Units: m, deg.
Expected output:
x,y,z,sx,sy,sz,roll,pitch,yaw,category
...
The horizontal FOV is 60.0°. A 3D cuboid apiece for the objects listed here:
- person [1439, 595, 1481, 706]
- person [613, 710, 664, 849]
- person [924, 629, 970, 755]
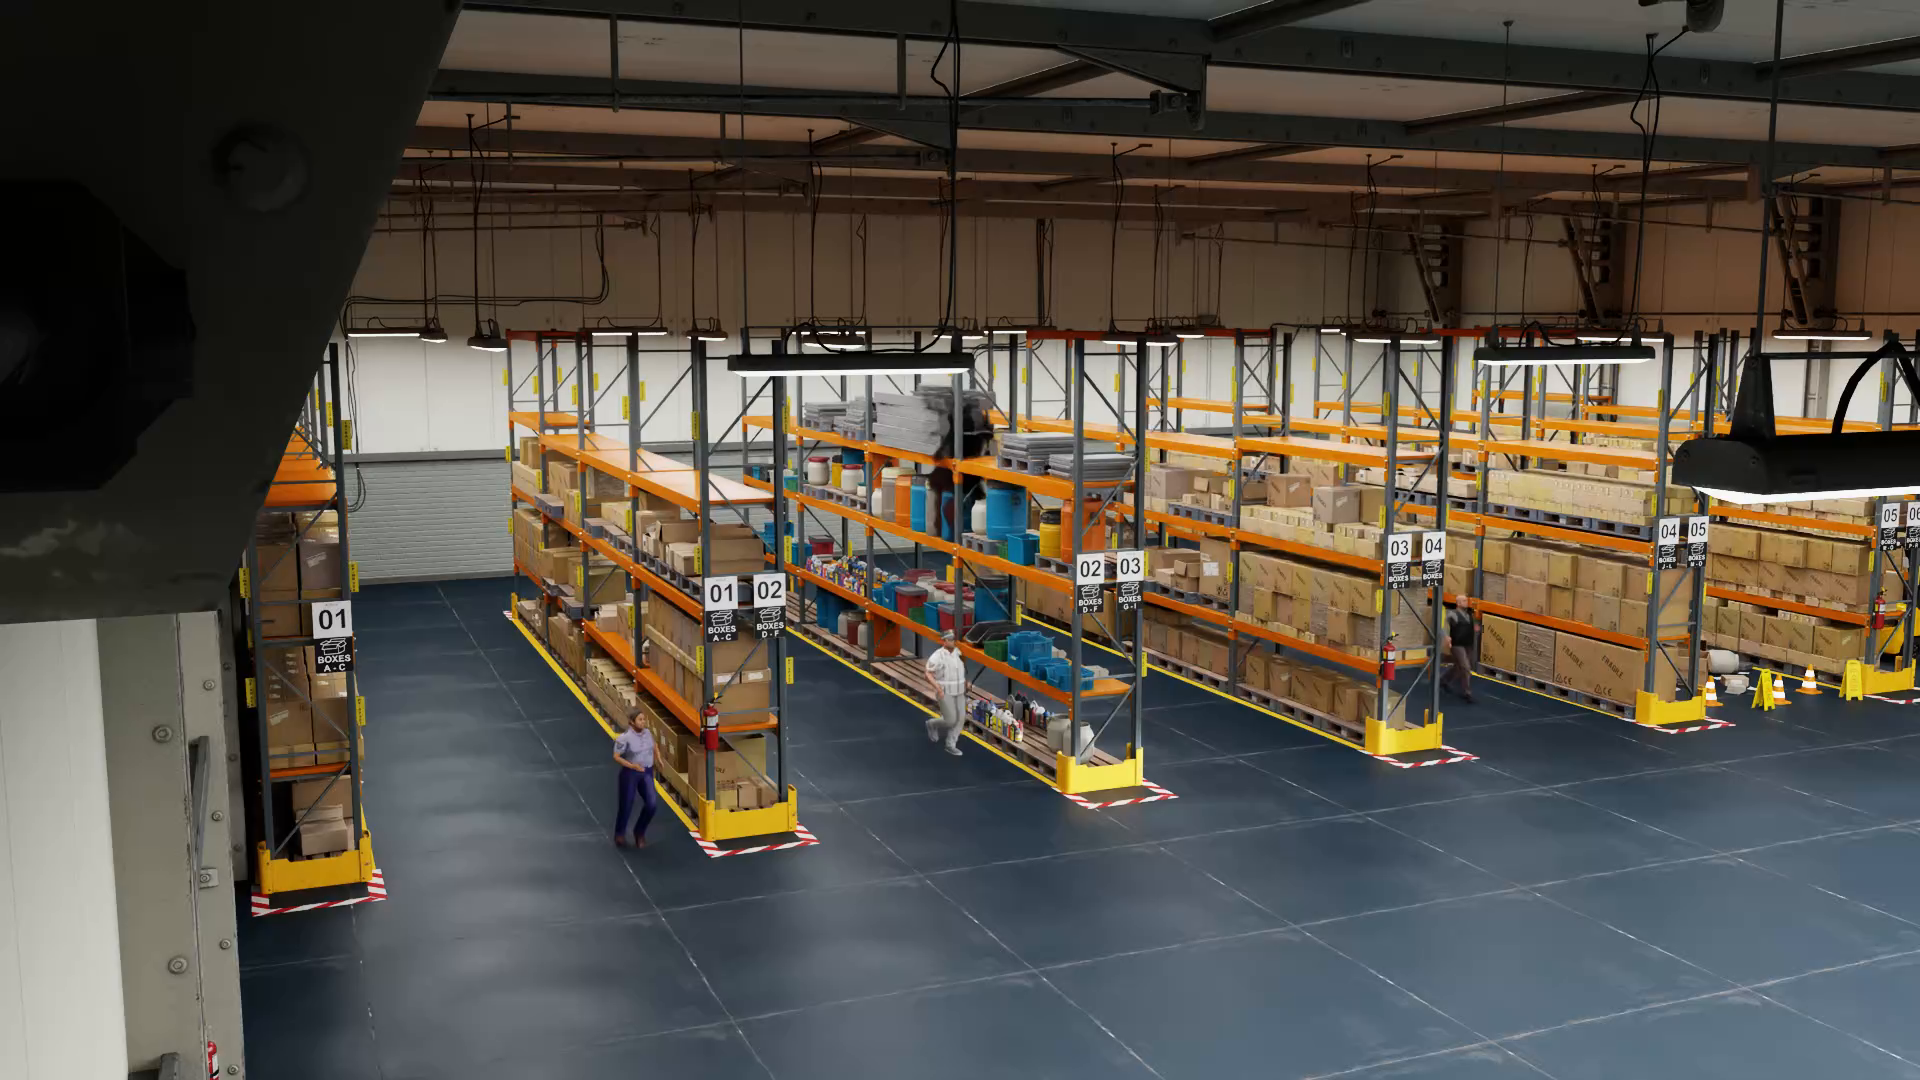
x,y,z,sx,sy,sz,roll,pitch,yaw,category
8.195,1.804,27.255,0.638,1.676,0.874,-6,10,-36,person
-3.818,2.858,19.837,0.667,1.675,0.567,-6,10,-37,person
-0.165,2.076,22.907,0.664,1.748,0.602,-7,10,-40,person
